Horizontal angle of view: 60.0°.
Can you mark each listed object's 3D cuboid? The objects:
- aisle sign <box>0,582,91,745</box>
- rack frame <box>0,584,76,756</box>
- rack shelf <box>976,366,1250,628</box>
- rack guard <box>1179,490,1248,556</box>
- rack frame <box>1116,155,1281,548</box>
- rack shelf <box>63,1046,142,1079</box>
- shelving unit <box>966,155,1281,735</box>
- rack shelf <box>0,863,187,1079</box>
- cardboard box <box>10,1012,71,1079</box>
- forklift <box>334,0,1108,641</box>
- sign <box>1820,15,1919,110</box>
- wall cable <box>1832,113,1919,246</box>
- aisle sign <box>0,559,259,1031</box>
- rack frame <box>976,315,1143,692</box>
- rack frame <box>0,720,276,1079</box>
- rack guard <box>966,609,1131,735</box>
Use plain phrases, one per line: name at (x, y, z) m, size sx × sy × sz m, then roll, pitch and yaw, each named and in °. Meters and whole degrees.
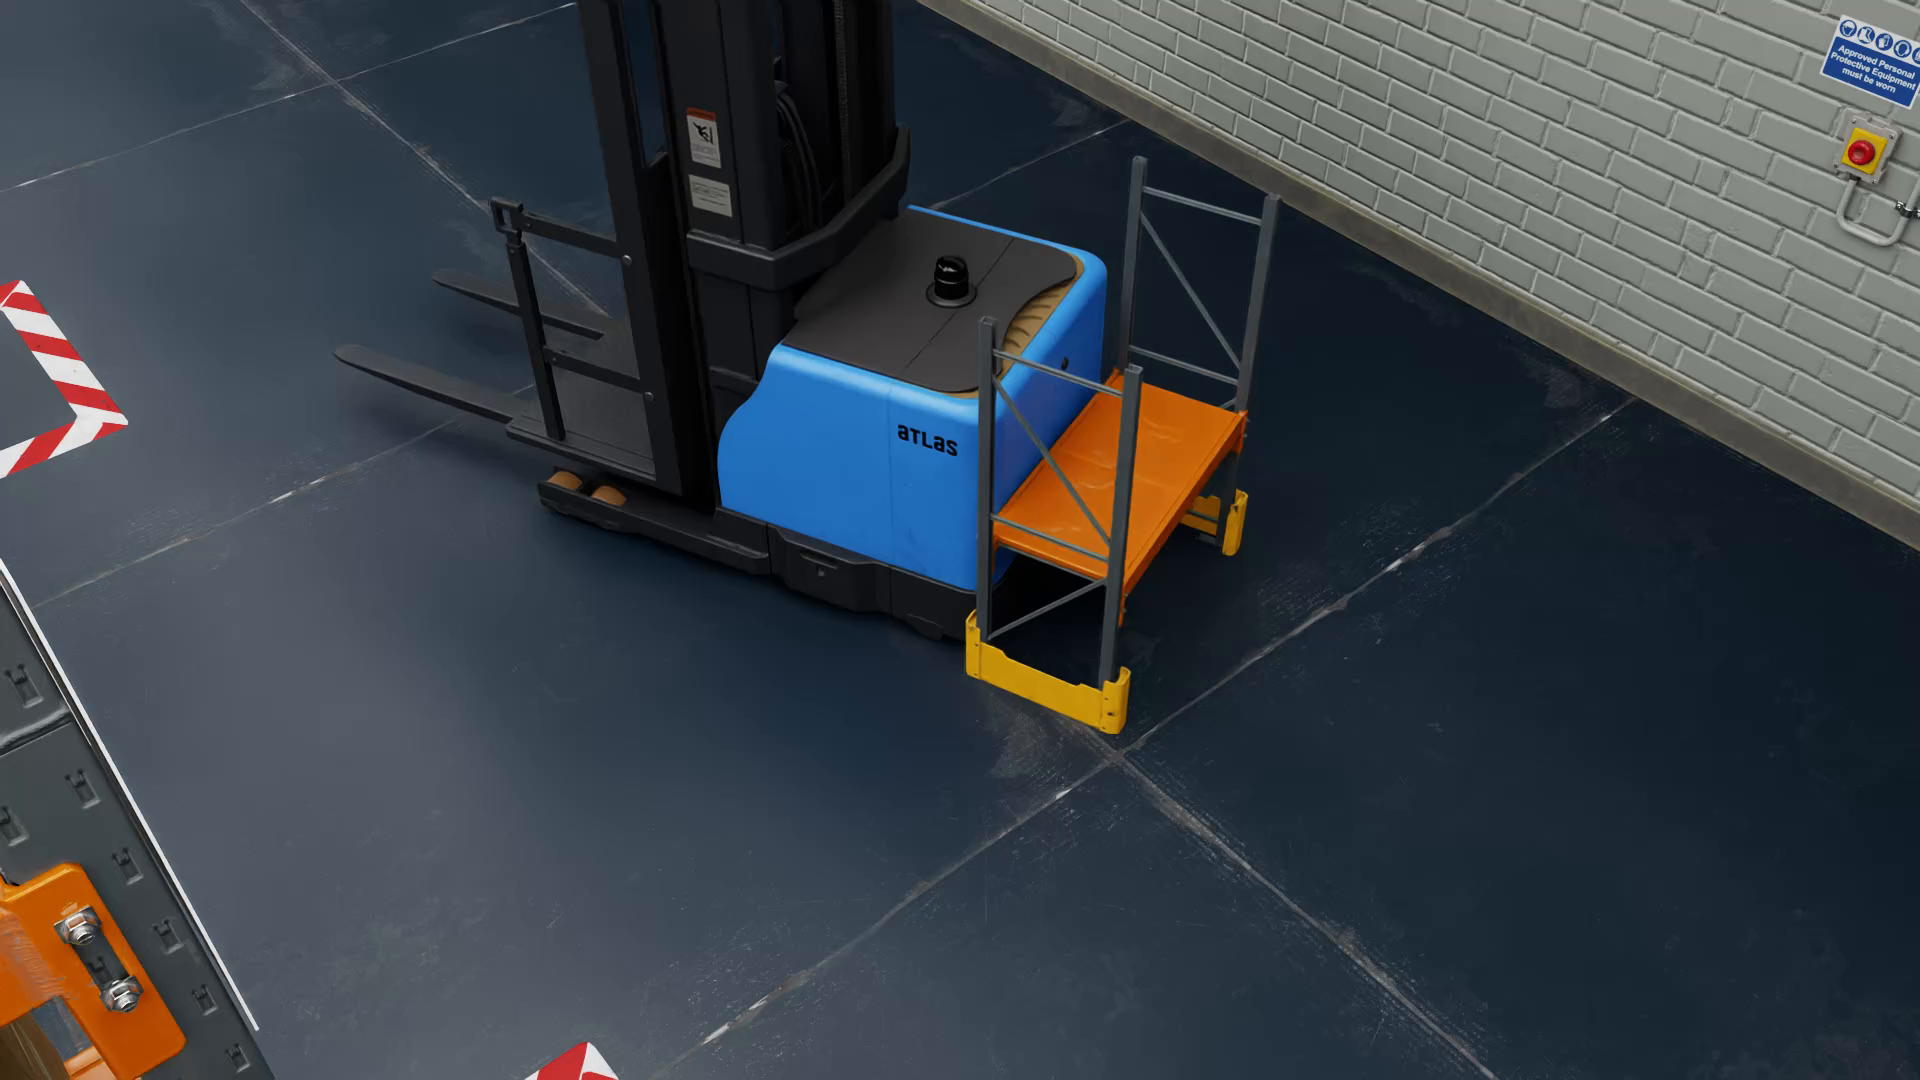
aisle sign at (-1.391, -0.092, 2.258) m, size 0.004 × 0.787 × 0.394 m, roll -30°, pitch 51°, yaw -28°
rack frame at (-1.260, -1.147, 0.898) m, size 0.127 × 3.000 × 1.000 m, roll -30°, pitch 51°, yaw -28°
rack shelf at (0.530, -0.173, 5.601) m, size 0.538 × 0.185 × 1.000 m, roll 21°, pitch 47°, yaw 21°
rack guard at (0.780, -0.150, 6.227) m, size 0.587 × 0.250 × 0.087 m, roll 21°, pitch 47°, yaw 21°
rack frame at (0.781, -0.606, 5.800) m, size 0.500 × 1.500 × 0.032 m, roll 21°, pitch 47°, yaw 21°
rack shelf at (-2.794, 2.180, 2.263) m, size 4.000 × 0.370 × 1.077 m, roll -30°, pitch 51°, yaw -28°
shelving unit at (0.534, -0.309, 5.484) m, size 0.587 × 1.500 × 1.083 m, roll 21°, pitch 47°, yaw 21°
rack shelf at (-2.794, 1.087, 1.236) m, size 4.000 × 0.370 × 1.077 m, roll -30°, pitch 51°, yaw -28°
cardboard box at (-1.812, 1.063, 2.854) m, size 0.500 × 0.500 × 0.500 m, roll -30°, pitch 51°, yaw -28°
forklift at (-1.031, -1.412, 5.613) m, size 3.031 × 2.935 × 1.130 m, roll 18°, pitch 46°, yaw 19°
sign at (3.066, -1.600, 5.565) m, size 0.001 × 0.218 × 0.327 m, roll -30°, pitch 51°, yaw -28°
wall cable at (3.050, -1.831, 5.244) m, size 0.123 × 1.953 × 0.585 m, roll -30°, pitch 51°, yaw -28°
aisle sign at (-1.006, 0.223, 1.922) m, size 0.004 × 0.787 × 0.394 m, roll -30°, pitch 51°, yaw -28°
rack frame at (0.279, -0.001, 5.156) m, size 0.500 × 1.500 × 0.032 m, roll 21°, pitch 47°, yaw 21°
rack frame at (-1.260, 1.040, 2.952) m, size 0.127 × 3.000 × 1.000 m, roll -30°, pitch 51°, yaw -28°
rack guard at (0.289, 0.443, 5.596) m, size 0.587 × 0.250 × 0.087 m, roll 21°, pitch 47°, yaw 21°
